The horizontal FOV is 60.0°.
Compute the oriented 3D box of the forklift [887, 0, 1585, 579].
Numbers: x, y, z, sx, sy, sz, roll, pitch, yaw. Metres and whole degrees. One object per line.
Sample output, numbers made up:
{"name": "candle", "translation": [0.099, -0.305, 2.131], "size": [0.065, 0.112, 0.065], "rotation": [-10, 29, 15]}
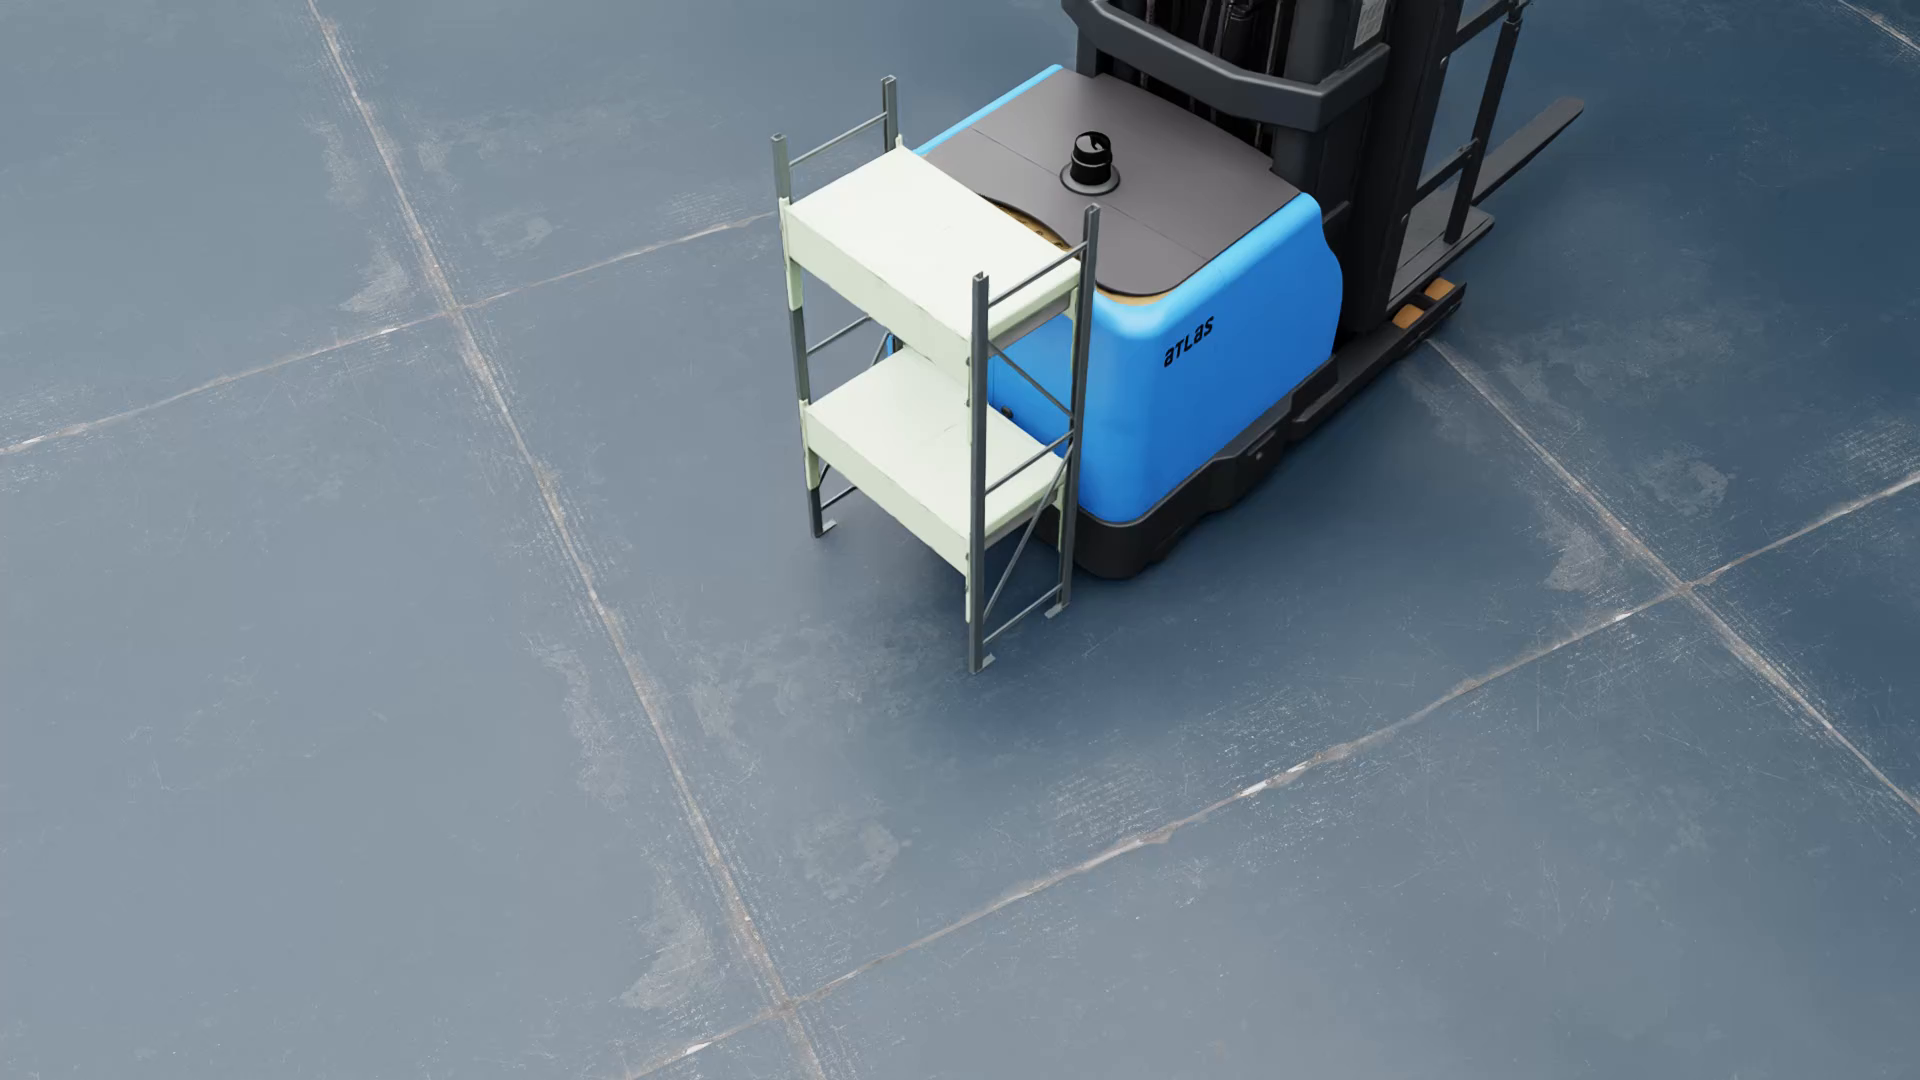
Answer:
{"name": "forklift", "translation": [1.136, -1.863, 4.932], "size": [1.130, 2.935, 3.031], "rotation": [36, 58, 27]}

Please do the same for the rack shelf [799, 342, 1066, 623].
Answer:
{"name": "rack shelf", "translation": [-0.069, -0.188, 4.851], "size": [0.431, 0.370, 0.720], "rotation": [-35, 57, -27]}

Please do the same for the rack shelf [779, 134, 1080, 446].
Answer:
{"name": "rack shelf", "translation": [-0.069, -0.660, 4.312], "size": [0.431, 0.370, 0.720], "rotation": [-35, 57, -27]}

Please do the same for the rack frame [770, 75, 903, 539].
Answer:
{"name": "rack frame", "translation": [-0.318, -0.605, 4.782], "size": [0.400, 1.500, 0.023], "rotation": [-35, 57, -27]}

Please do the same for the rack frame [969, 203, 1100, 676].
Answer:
{"name": "rack frame", "translation": [0.180, -0.201, 4.430], "size": [0.400, 1.500, 0.023], "rotation": [-35, 57, -27]}

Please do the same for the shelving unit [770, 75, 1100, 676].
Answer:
{"name": "shelving unit", "translation": [-0.069, -0.403, 4.606], "size": [0.431, 1.500, 0.755], "rotation": [-35, 57, -27]}
